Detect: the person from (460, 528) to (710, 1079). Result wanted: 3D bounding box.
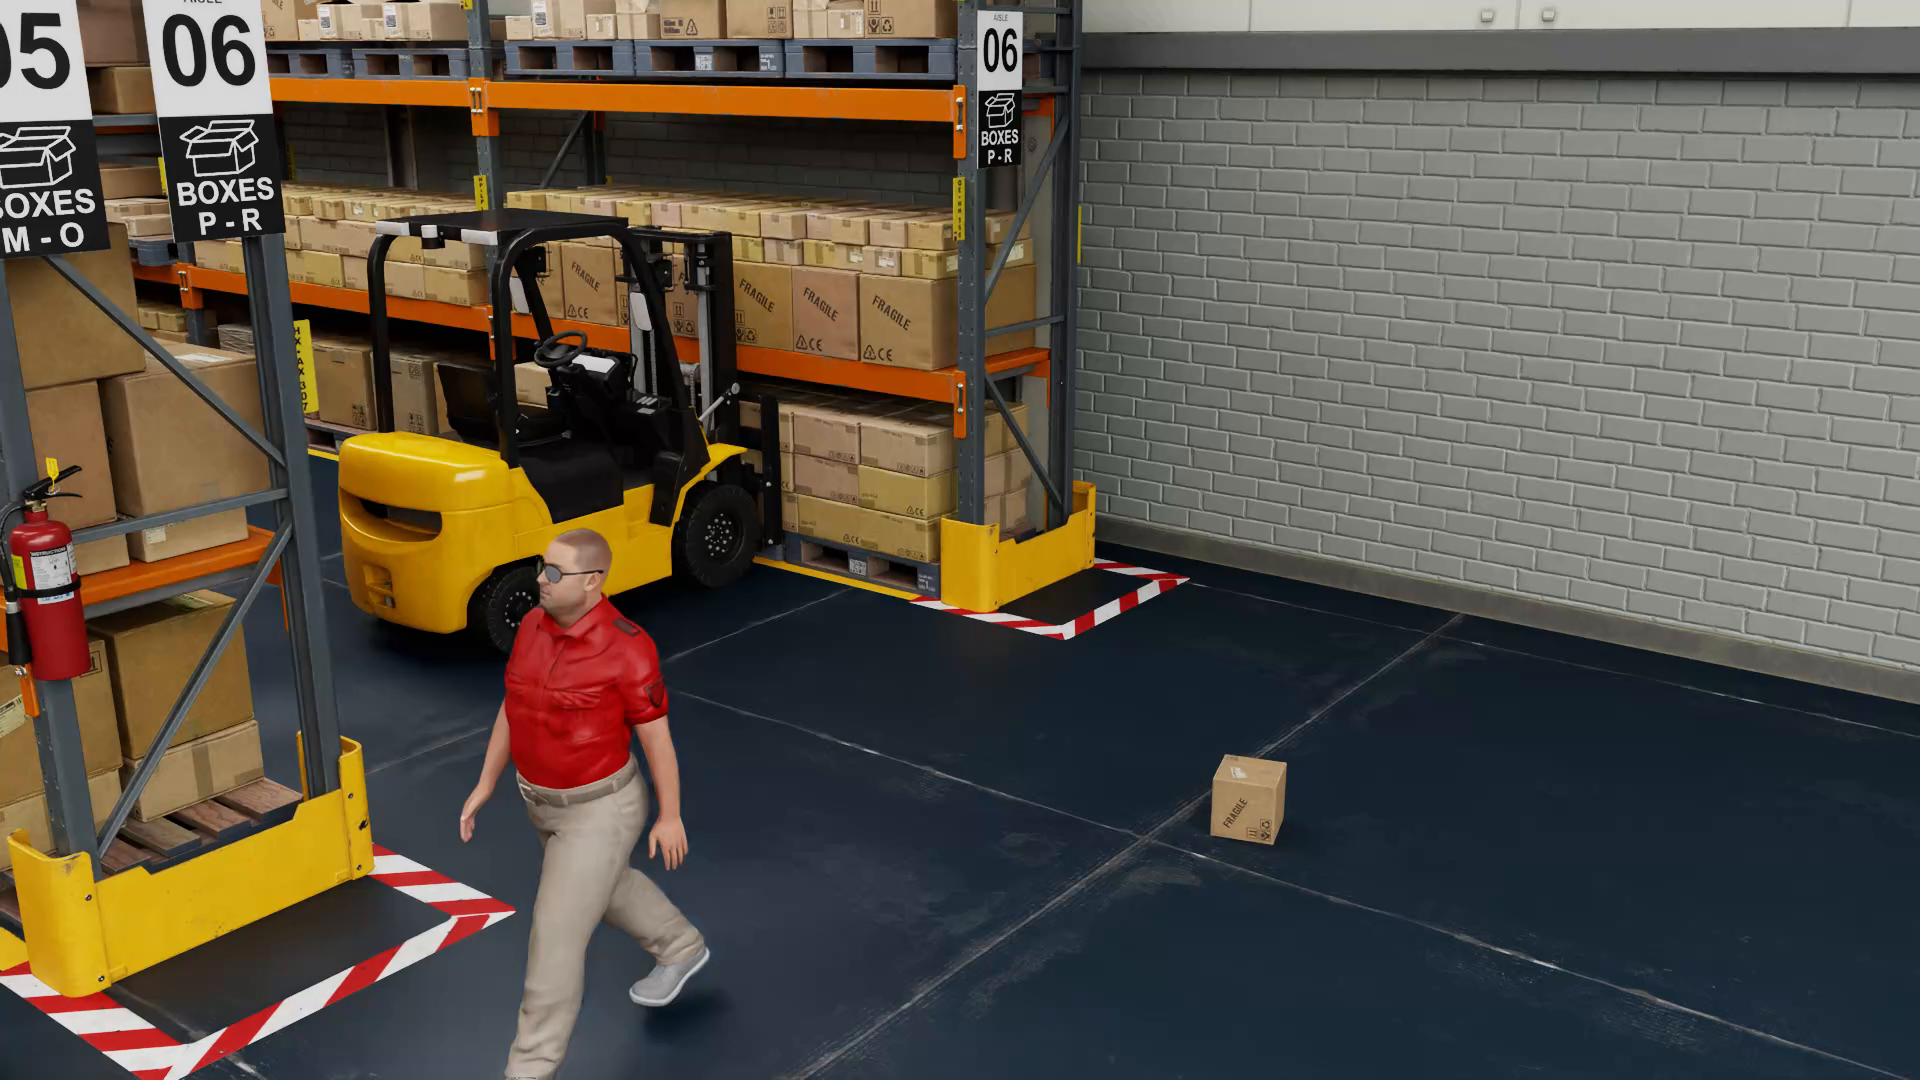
[{"bbox_3d":[-1.159,0.780,4.922,0.575,1.672,1.052,14,22,40],"label":"person"}]
